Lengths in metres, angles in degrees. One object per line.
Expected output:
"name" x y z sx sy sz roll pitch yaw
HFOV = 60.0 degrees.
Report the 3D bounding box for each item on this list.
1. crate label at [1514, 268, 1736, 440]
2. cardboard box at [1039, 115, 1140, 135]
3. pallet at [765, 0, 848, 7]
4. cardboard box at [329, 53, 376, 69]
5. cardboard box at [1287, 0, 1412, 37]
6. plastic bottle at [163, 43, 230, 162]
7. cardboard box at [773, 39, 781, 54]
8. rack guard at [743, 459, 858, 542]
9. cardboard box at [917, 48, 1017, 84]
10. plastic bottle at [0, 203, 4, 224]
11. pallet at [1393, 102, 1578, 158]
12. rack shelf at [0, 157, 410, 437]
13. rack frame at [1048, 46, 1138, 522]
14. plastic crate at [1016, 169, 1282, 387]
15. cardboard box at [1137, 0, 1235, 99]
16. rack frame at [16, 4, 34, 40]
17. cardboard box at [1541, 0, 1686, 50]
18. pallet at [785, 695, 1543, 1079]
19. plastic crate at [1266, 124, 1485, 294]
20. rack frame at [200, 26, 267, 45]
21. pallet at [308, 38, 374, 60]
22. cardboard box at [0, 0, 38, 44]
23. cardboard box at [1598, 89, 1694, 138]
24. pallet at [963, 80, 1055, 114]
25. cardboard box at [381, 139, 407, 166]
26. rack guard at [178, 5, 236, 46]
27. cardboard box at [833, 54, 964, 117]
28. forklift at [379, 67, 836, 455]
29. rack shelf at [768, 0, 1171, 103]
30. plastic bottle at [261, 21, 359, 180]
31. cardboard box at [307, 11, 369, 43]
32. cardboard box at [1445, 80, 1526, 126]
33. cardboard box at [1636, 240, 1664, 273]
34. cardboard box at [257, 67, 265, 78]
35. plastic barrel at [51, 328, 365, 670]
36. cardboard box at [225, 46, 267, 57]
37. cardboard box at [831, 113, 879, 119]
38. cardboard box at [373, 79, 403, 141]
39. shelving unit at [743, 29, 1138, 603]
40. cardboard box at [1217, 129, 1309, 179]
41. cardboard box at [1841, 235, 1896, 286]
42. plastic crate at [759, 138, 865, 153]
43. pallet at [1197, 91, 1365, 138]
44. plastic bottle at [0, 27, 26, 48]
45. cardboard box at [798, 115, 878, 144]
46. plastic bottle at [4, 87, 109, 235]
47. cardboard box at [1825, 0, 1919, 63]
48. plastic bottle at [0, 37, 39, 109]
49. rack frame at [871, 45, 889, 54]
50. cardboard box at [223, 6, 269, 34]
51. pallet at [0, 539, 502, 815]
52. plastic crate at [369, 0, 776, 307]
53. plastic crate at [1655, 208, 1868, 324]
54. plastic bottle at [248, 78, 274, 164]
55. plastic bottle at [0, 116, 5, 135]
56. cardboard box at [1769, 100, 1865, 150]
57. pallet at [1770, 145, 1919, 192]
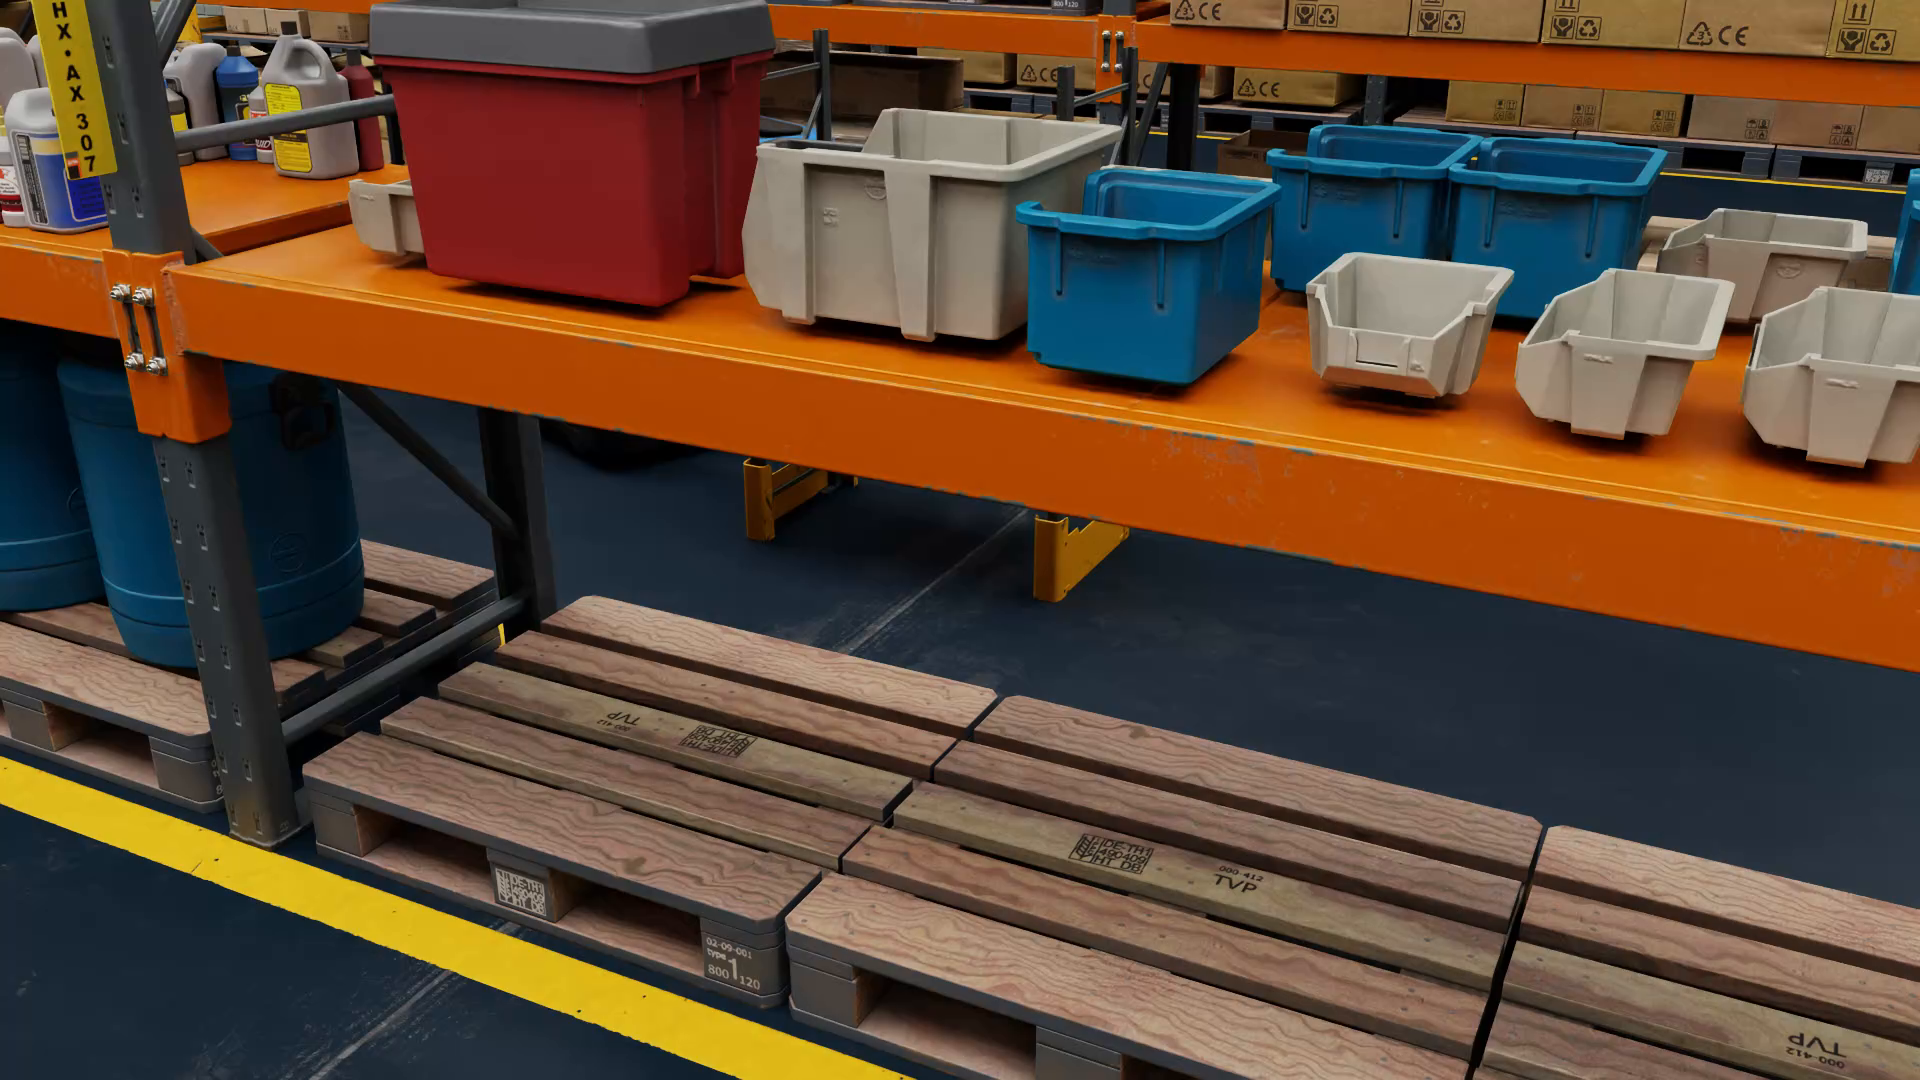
"crate label" 0.910 -0.259 2.286 0.243 0.136 0.396 11 25 25
"cardboard box" 0.578 -1.833 8.360 0.500 0.500 0.500 10 25 22
"pallet" -0.932 -2.887 8.451 1.213 0.211 1.003 11 25 25
"cardboard box" -3.931 -2.879 10.446 0.500 0.311 0.500 10 25 23
"cardboard box" 1.690 -2.382 6.891 0.500 0.500 0.500 12 26 25
"plastic bottle" -1.906 -1.104 4.171 0.135 0.276 0.152 11 25 25
"cardboard box" -1.511 -4.340 14.255 0.500 0.500 0.700 11 25 24
"rack guard" -0.512 -0.216 5.440 0.087 0.250 0.587 11 25 25
"cardboard box" 0.159 -4.076 13.212 0.750 0.750 0.750 11 25 24
"plastic bottle" -2.063 -0.809 3.469 0.133 0.283 0.061 11 25 25
"pallet" 3.775 -2.897 11.791 1.213 0.211 1.003 11 25 25
"rack shelf" -3.123 -0.903 4.461 4.000 0.370 1.077 11 25 25
"rack frame" 0.378 -0.615 4.781 0.032 1.500 0.500 11 25 25
"plastic crate" 0.283 -0.399 2.492 0.300 0.233 0.416 11 25 25
"cardboard box" 1.698 -3.771 12.494 0.750 0.750 0.750 12 26 26
"rack frame" -6.240 -4.023 10.878 0.127 3.000 1.000 11 25 25
"cardboard box" 2.590 -2.204 6.471 0.500 0.500 0.500 11 25 24
"pallet" 0.428 0.733 3.256 1.213 0.211 1.003 11 25 25
"plastic crate" 0.717 -0.570 2.894 0.300 0.233 0.416 11 25 25
"rack frame" -7.577 -6.460 16.608 0.127 3.000 1.000 11 25 25
"pallet" -5.716 -4.792 16.248 1.213 0.211 1.003 11 25 25
"cardboard box" -6.512 -3.487 11.636 0.500 0.500 0.500 11 25 25
"cardboard box" 4.657 -3.035 11.212 0.500 0.500 0.700 12 26 26
"pallet" 0.232 -3.599 13.443 1.213 0.211 1.003 11 25 25
"cardboard box" -3.249 -2.253 9.691 0.500 0.250 0.500 12 26 26
"rack guard" -7.510 -5.297 17.066 0.348 0.500 1.175 11 25 25
"cardboard box" -0.314 -2.355 8.628 0.500 0.250 0.500 11 26 25
"forklift" -1.721 -2.153 6.568 1.130 2.935 3.031 -17 28 -34
"rack shelf" -0.885 -2.633 8.527 4.000 0.370 1.077 11 25 25
"plastic bottle" -1.542 -1.041 3.928 0.185 0.351 0.144 11 25 25
"cardboard box" -5.860 -5.111 16.068 0.500 0.500 0.700 10 25 21
"cardboard box" 3.753 -3.216 11.638 0.500 0.500 0.700 12 26 25
"cardboard box" 3.039 -1.030 6.790 0.500 0.250 0.500 11 25 25
"cardboard box" -4.164 -2.689 10.000 0.500 0.311 0.500 11 25 24
"plastic barrel" -1.816 -0.211 4.058 0.708 0.901 0.600 11 25 25
"cardboard box" -4.837 -3.059 10.871 0.500 0.311 0.500 11 25 24
"cardboard box" -0.346 -2.014 8.786 0.500 0.500 0.500 12 26 25
"cardboard box" -3.248 -2.509 9.578 0.500 0.311 0.500 12 26 26
"shelving unit" -0.068 -0.704 4.988 1.083 1.500 0.587 11 25 25
"cardboard box" 1.536 -1.661 7.955 0.500 0.500 0.500 11 25 25
"cardboard box" 3.666 -1.125 7.013 0.500 0.250 0.500 11 25 25
"plastic crate" -0.218 -0.678 3.287 0.590 0.125 0.437 11 25 25
"pallet" 2.409 -3.168 12.430 1.213 0.211 1.003 11 25 25
"plastic bottle" -2.613 -1.243 4.500 0.135 0.276 0.152 11 25 25
"cardboard box" -0.555 -1.829 8.349 0.500 0.500 0.500 12 26 25
"plastic bottle" -1.836 -0.781 3.412 0.135 0.276 0.152 11 25 25
"cardboard box" 3.482 -2.025 6.050 0.500 0.500 0.500 11 26 25
"plastic bottle" -2.475 -1.149 4.278 0.135 0.276 0.152 11 25 25
"rack frame" -0.438 -5.048 13.286 0.127 3.000 1.000 11 25 25
"cardboard box" -7.001 -5.272 16.687 0.500 0.311 0.500 8 24 19
"pallet" -2.008 0.251 4.390 1.213 0.211 1.003 11 25 25
"plastic crate" -0.655 -0.693 2.889 0.583 0.464 0.402 11 25 25
"plastic crate" 1.305 -0.445 2.724 0.298 0.136 0.250 11 25 25
"plastic bottle" -1.703 -1.041 4.119 0.097 0.201 0.097 0 23 0
"plastic bottle" -2.043 -0.802 3.558 0.097 0.201 0.097 0 23 0
"cardboard box" 5.585 -2.855 10.788 0.500 0.500 0.700 11 25 24
"pallet" 5.952 -2.466 10.778 1.213 0.211 1.003 11 25 25
